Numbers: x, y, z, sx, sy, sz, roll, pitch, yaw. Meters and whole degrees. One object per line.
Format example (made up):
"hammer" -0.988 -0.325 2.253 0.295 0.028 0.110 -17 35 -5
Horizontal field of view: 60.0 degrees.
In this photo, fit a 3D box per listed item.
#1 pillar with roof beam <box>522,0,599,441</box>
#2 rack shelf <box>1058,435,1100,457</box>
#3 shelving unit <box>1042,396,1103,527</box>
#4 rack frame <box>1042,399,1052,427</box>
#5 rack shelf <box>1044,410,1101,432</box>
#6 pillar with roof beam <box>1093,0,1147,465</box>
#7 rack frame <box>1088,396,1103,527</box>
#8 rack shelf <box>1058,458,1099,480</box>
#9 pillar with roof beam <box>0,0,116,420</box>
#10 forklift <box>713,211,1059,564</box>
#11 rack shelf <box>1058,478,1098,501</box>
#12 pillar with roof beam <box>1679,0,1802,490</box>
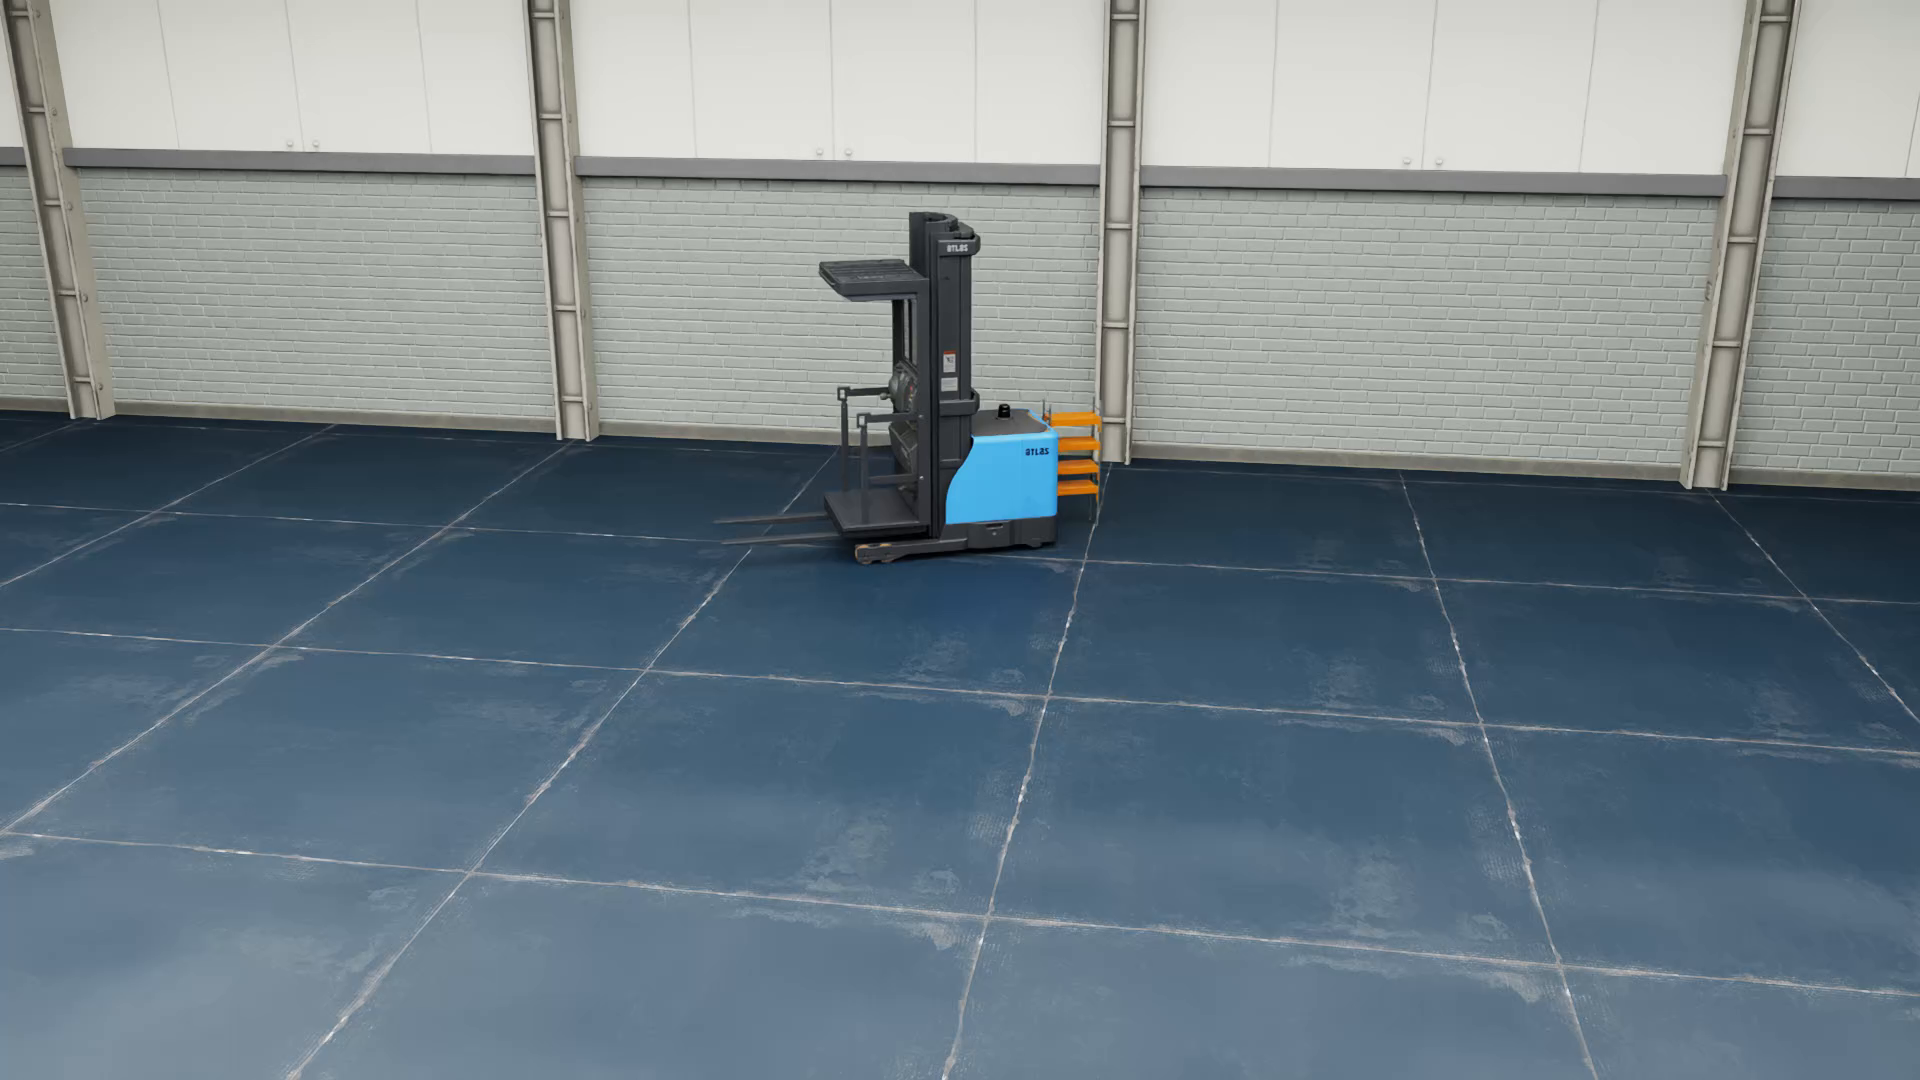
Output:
"pillar with roof beam" -4.977 -4.080 13.261 0.400 9.000 9.100 3 19 9
"rack shelf" 1.031 -0.862 15.431 0.480 0.148 0.258 -4 19 -14
"shelving unit" 1.029 -0.713 15.480 0.503 1.200 0.258 -4 19 -14
"rack frame" 0.793 -0.697 15.423 0.015 1.200 0.240 -4 19 -14
"rack shelf" 1.034 -1.086 15.357 0.480 0.148 0.258 -4 19 -14
"pillar with roof beam" 0.947 -3.778 12.358 0.400 9.000 9.100 3 19 9
"rack frame" 1.266 -0.729 15.538 0.015 1.200 0.240 -4 19 -14
"rack shelf" 1.029 -0.649 15.501 0.480 0.148 0.258 -4 19 -14
"pillar with roof beam" -10.901 -4.382 14.163 0.400 9.000 9.100 3 19 9
"forklift" -0.684 -1.362 14.700 3.031 2.935 1.130 -4 19 -13
"rack shelf" 1.026 -0.461 15.564 0.480 0.148 0.258 -4 19 -14
"pillar with roof beam" 6.871 -3.476 11.456 0.400 9.000 9.100 3 19 9
